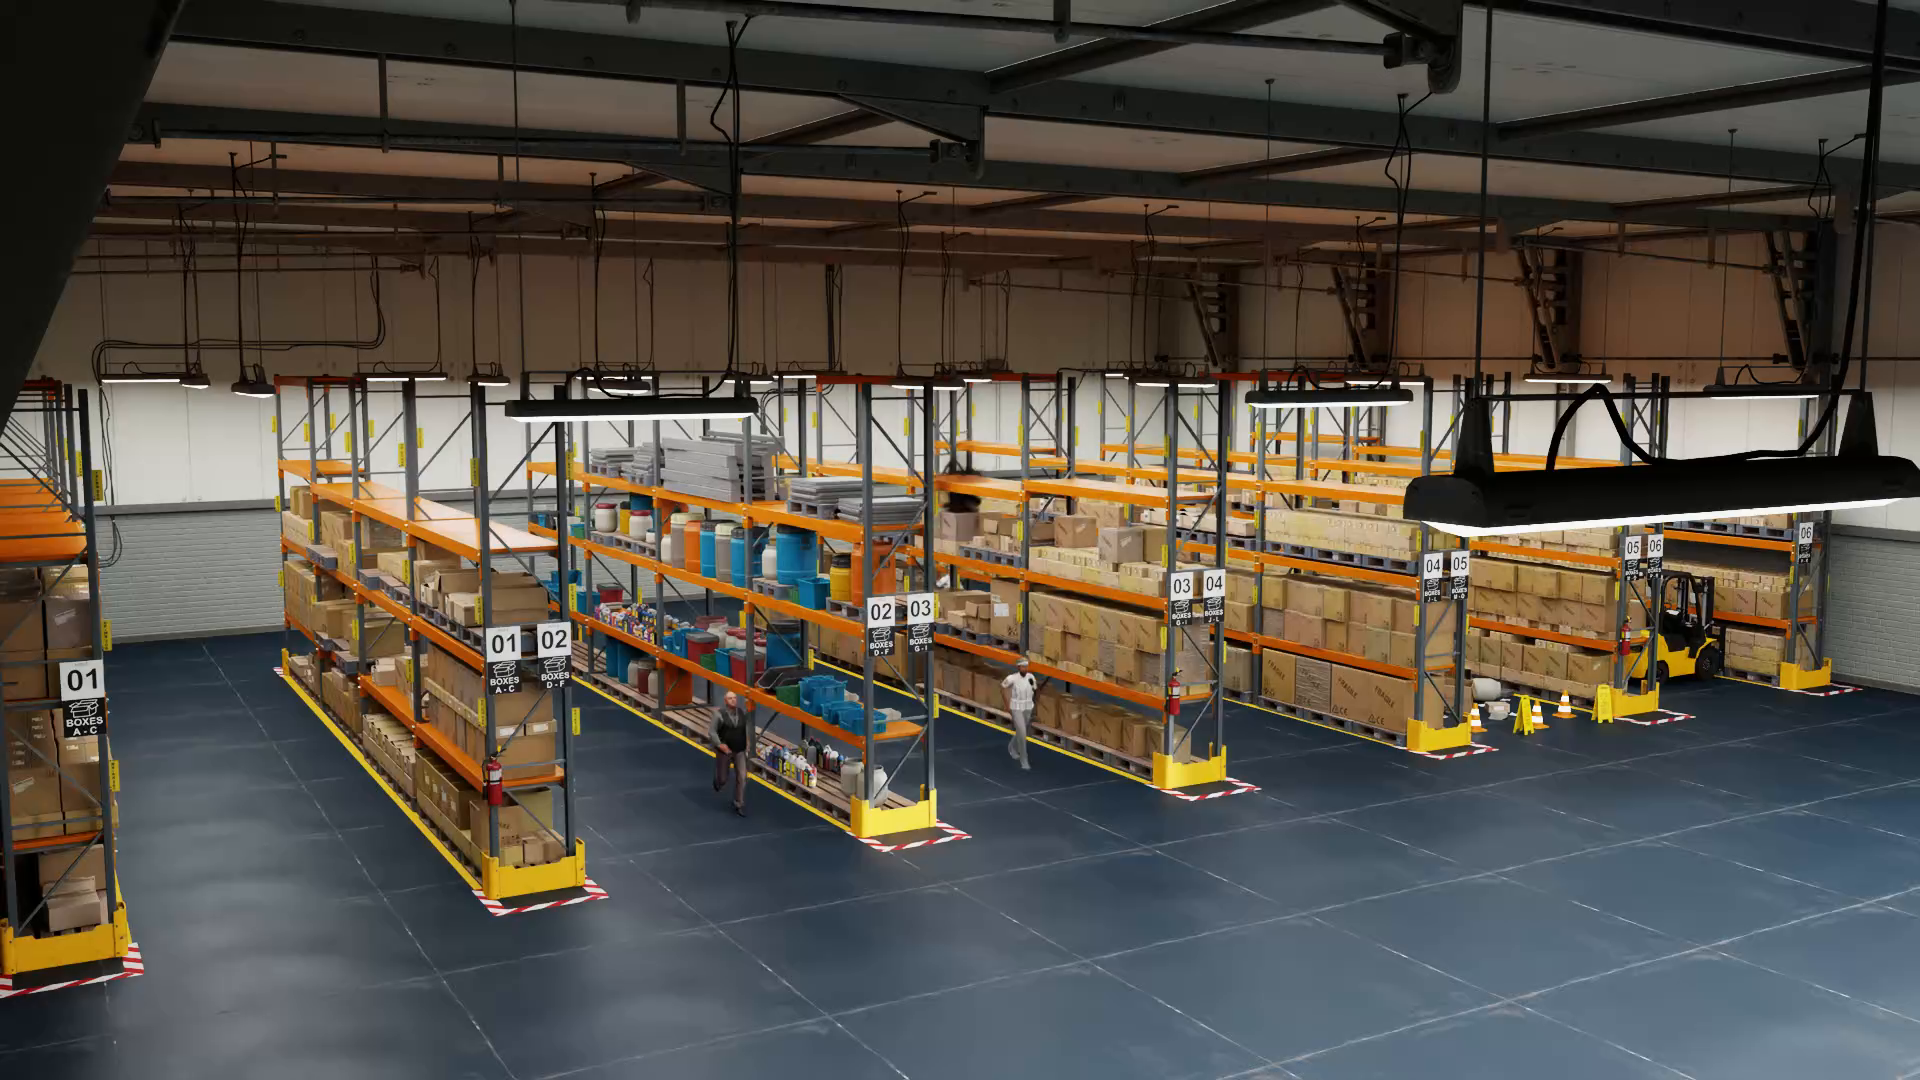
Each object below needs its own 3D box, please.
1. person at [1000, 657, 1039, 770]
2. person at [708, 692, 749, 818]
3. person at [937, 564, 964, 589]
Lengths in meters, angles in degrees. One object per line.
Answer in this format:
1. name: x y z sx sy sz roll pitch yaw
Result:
1. person: 0.949 2.663 25.918 0.570 1.741 0.817 -4 7 -29
2. person: -3.217 2.968 23.307 0.643 1.710 0.995 -3 7 -23
3. person: -0.200 1.357 37.619 0.615 1.674 0.938 -4 7 -32
